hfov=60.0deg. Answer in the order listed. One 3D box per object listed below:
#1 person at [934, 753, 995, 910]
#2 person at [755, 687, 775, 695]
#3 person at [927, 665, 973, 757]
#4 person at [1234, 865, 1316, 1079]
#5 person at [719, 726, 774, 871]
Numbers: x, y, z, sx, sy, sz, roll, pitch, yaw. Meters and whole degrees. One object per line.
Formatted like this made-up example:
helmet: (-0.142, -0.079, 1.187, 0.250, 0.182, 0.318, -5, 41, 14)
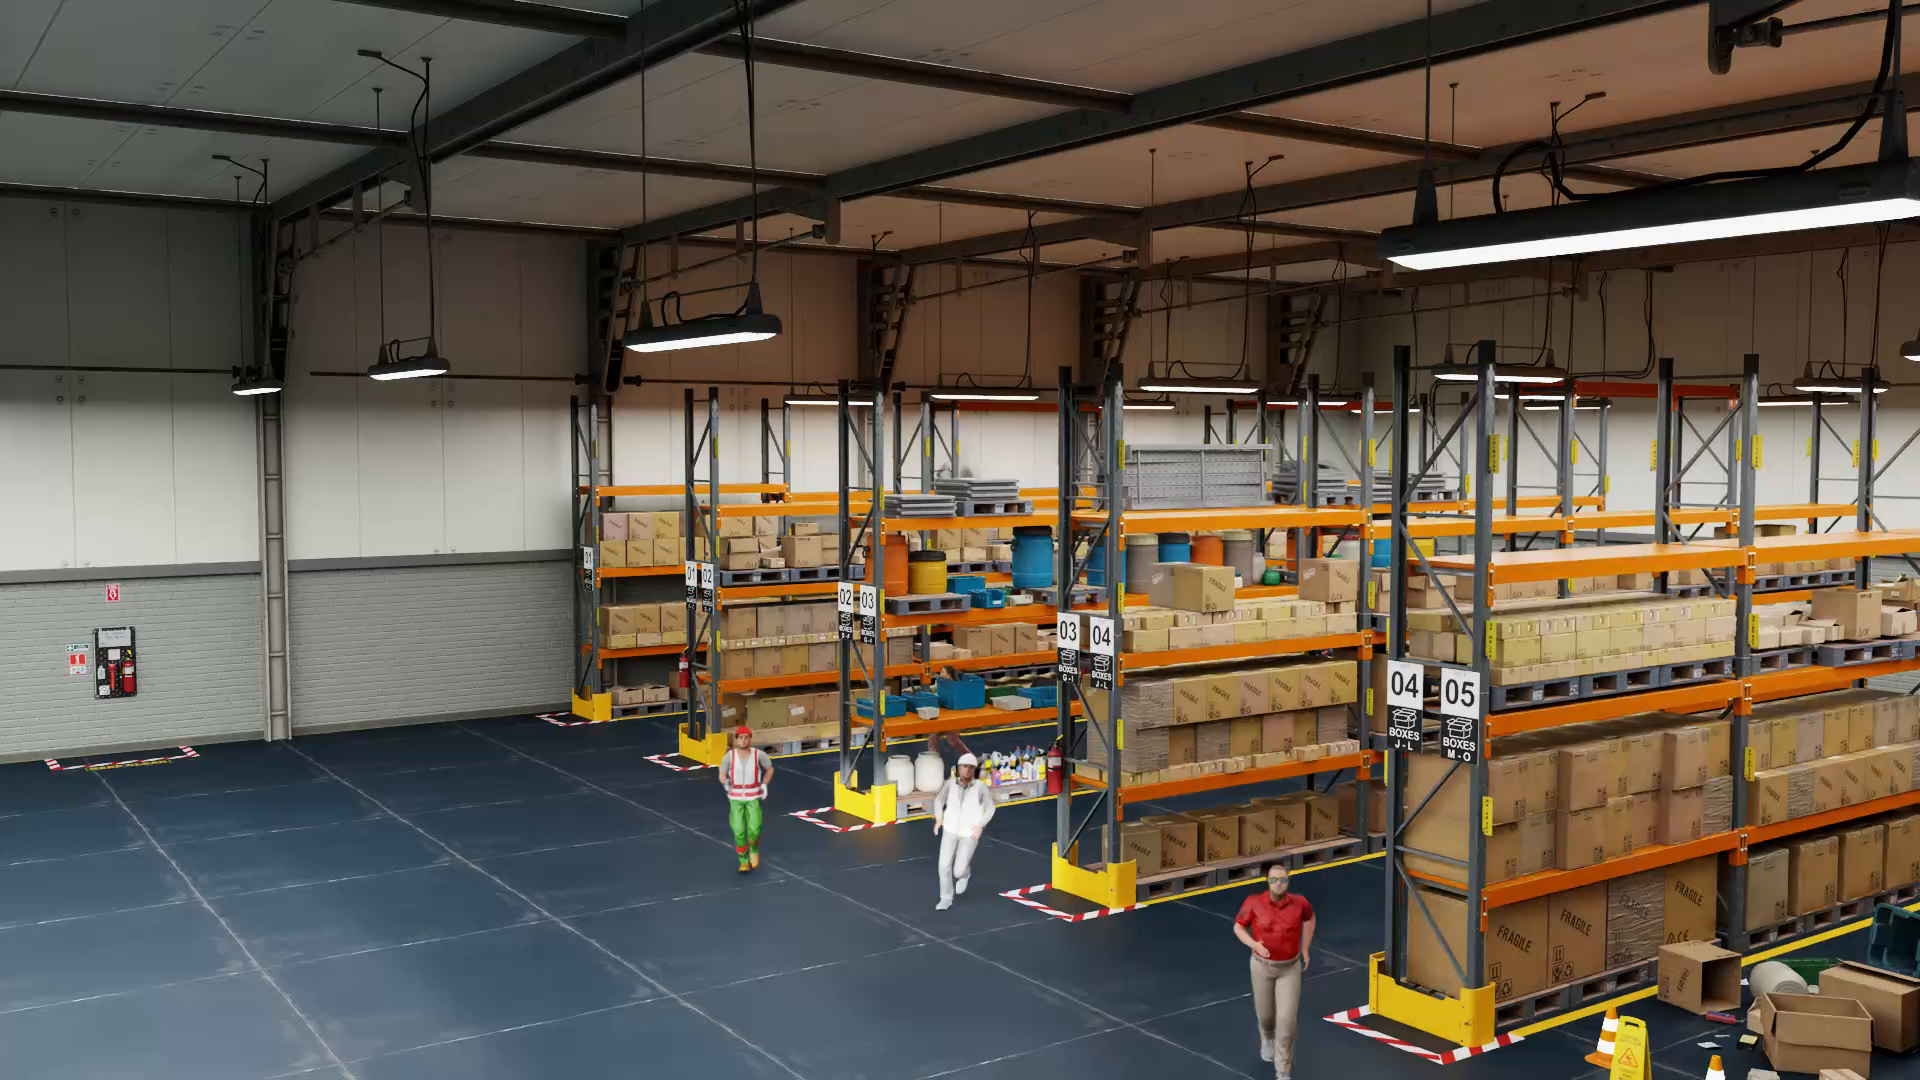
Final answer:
person: (0.042, 3.206, 18.388, 0.690, 1.708, 0.592, 1, 4, 16)
person: (-3.453, 2.523, 29.338, 0.675, 1.765, 0.694, -3, 5, -43)
person: (-0.209, 2.754, 25.648, 0.948, 1.661, 0.578, -2, 4, -31)
person: (2.546, 3.491, 13.477, 0.653, 1.752, 0.910, 1, 4, 12)
person: (-2.551, 3.089, 19.766, 0.644, 1.741, 0.578, 0, 3, -3)
